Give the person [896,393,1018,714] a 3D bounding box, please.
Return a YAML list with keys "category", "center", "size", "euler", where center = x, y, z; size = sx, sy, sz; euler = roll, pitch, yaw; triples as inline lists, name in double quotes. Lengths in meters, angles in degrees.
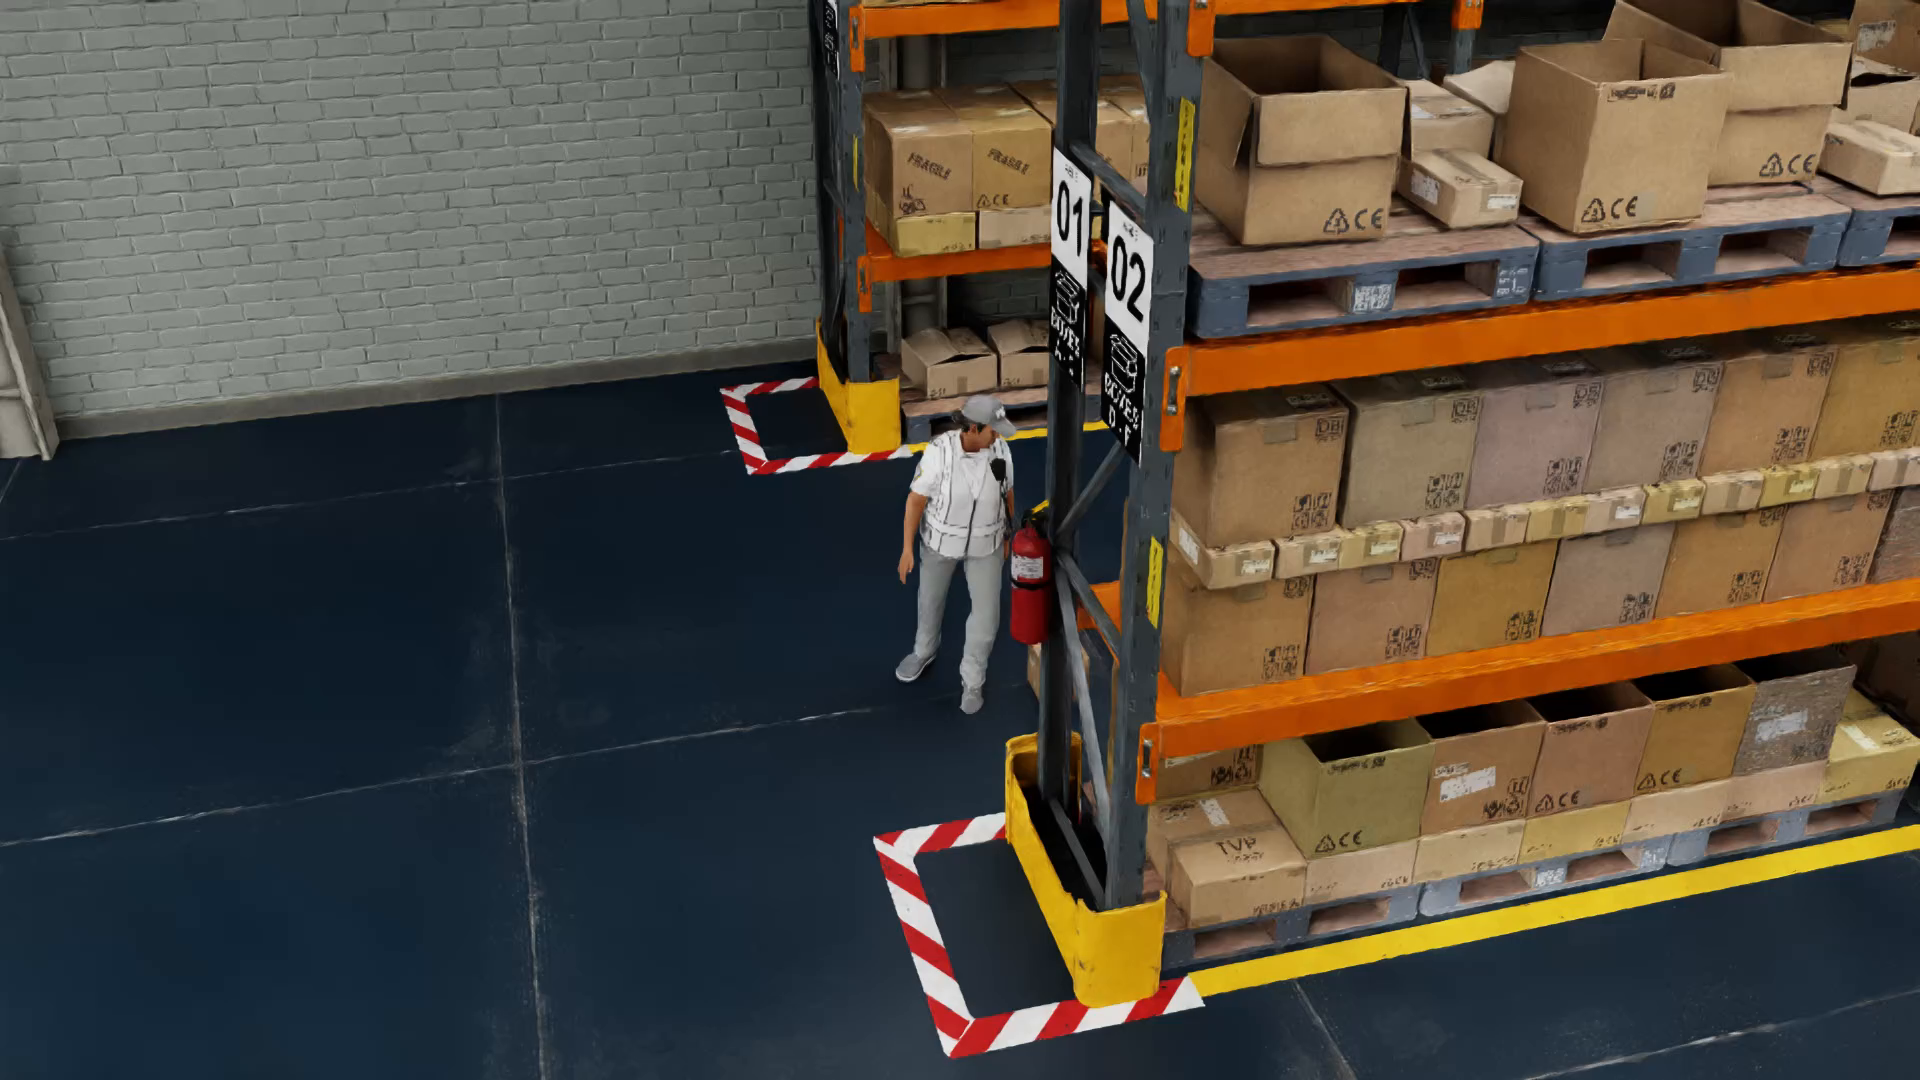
- category: "person"
  center: [-0.023, 0.059, 8.188]
  size: [0.604, 1.697, 0.544]
  euler: [-3, 31, -6]
